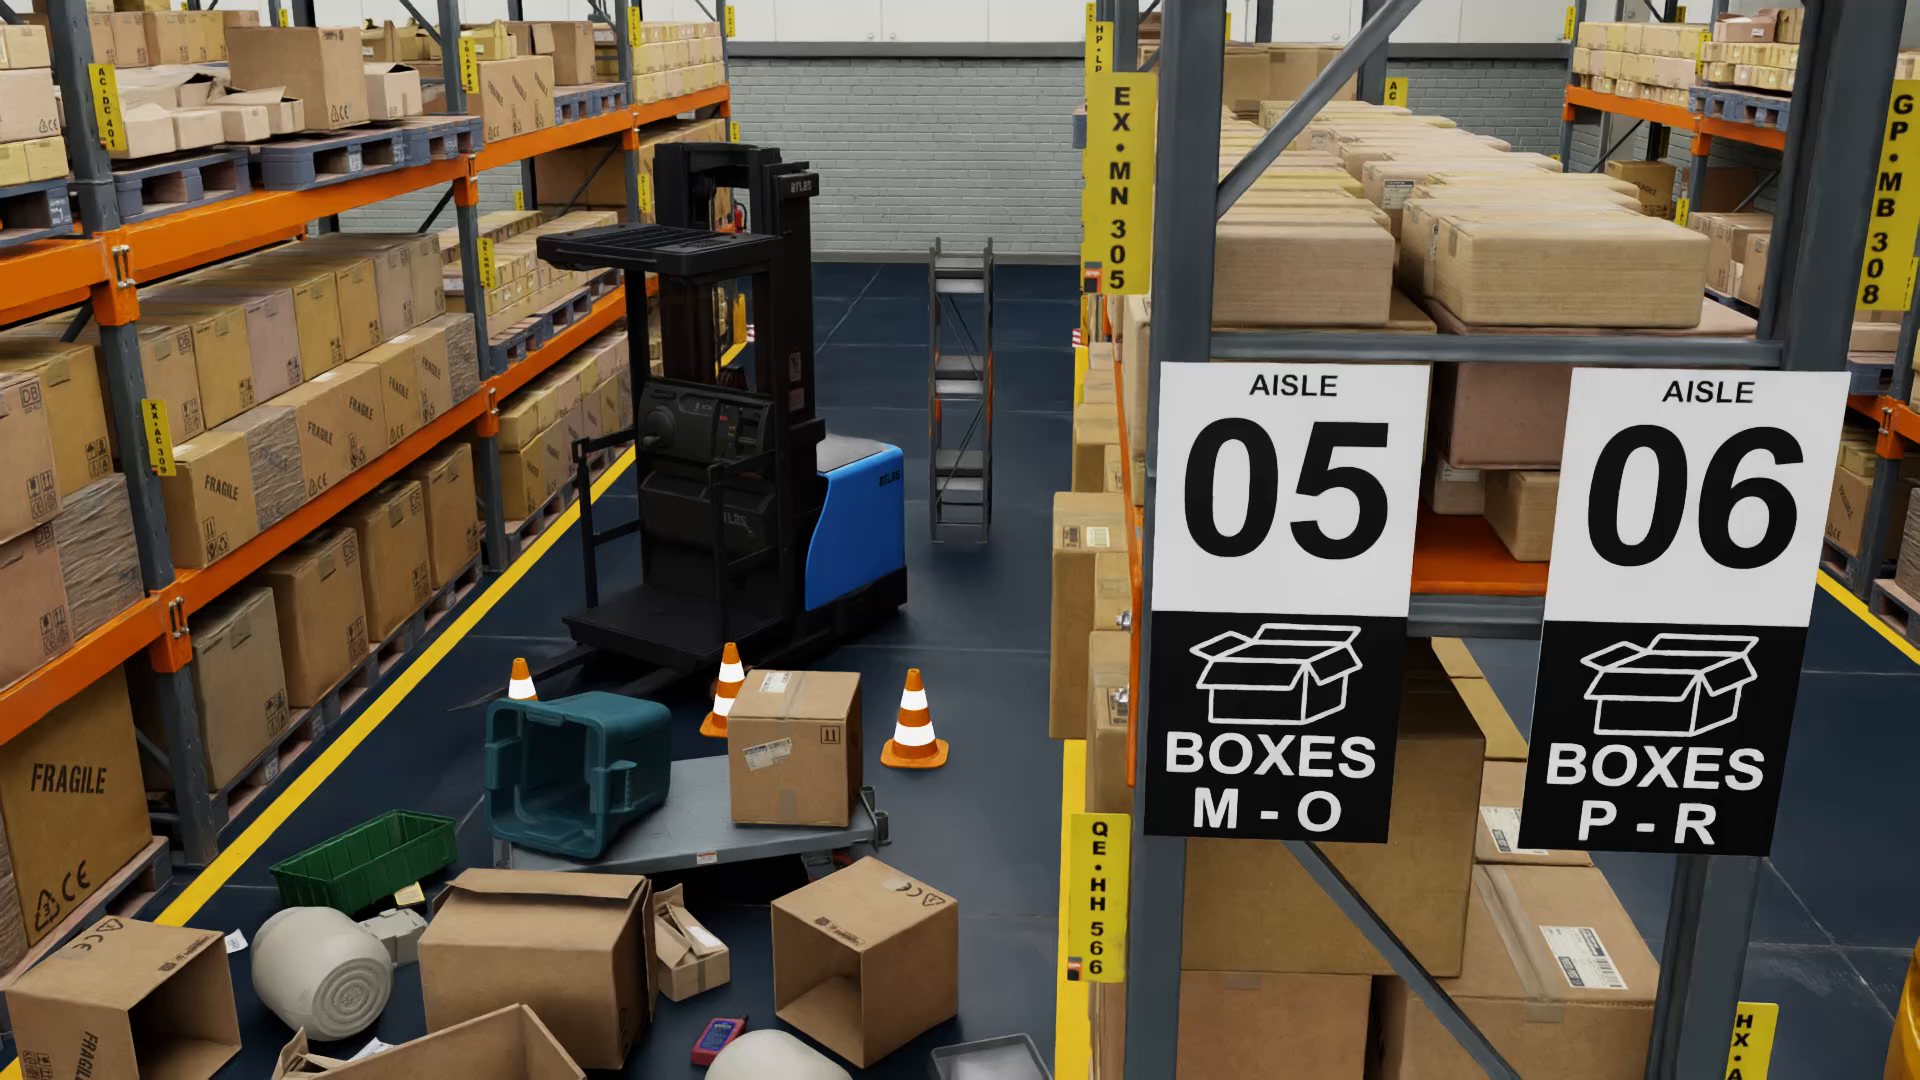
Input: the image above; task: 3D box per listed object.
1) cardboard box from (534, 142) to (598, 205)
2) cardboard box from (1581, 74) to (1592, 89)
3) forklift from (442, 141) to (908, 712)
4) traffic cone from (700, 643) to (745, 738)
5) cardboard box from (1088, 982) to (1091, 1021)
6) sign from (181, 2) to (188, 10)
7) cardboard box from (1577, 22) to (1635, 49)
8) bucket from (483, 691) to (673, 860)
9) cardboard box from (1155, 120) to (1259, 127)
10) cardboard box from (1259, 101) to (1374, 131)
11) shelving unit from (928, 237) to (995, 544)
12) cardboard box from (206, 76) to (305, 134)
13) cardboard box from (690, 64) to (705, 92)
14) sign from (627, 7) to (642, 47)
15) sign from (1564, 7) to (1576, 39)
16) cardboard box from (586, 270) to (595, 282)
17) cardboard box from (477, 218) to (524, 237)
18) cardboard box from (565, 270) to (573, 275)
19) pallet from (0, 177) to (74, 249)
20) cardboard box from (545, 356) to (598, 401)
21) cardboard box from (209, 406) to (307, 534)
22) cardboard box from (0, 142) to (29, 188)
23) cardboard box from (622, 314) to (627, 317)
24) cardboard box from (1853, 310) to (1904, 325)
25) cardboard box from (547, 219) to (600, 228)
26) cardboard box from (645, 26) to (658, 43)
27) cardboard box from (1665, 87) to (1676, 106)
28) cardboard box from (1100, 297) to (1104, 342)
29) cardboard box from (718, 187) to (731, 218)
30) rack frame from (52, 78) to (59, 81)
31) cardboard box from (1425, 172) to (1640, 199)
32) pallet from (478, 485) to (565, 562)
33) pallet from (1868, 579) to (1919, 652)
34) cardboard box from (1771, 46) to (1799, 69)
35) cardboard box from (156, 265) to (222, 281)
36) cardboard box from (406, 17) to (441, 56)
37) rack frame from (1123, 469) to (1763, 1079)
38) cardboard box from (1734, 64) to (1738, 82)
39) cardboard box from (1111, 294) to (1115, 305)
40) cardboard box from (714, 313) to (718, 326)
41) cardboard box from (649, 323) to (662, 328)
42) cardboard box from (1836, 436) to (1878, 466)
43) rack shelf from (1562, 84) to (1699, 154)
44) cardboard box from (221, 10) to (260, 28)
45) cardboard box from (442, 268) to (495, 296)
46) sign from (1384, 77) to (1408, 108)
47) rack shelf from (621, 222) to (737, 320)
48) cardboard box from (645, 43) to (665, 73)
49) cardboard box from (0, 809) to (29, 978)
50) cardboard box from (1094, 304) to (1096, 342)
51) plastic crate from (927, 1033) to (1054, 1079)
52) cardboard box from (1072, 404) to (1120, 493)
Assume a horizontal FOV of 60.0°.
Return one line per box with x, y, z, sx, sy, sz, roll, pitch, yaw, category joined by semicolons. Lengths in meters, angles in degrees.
-3.531;-3.286;14.891;0.500;0.500;0.500;1;18;2;cardboard box
6.633;-4.736;17.146;0.380;0.149;0.250;2;18;5;cardboard box
-1.560;-0.650;9.200;1.130;2.935;3.031;12;21;31;forklift
-1.208;0.770;8.829;0.336;0.463;0.334;1;18;4;traffic cone
0.738;1.544;6.136;0.500;0.250;0.500;2;18;7;cardboard box
-8.501;-5.747;18.298;0.100;0.325;0.005;1;18;4;sign
6.605;-5.125;16.889;0.500;0.250;0.500;1;18;3;cardboard box
-1.578;0.941;7.049;0.726;0.611;0.620;8;10;23;bucket
0.698;-1.179;5.008;0.380;0.149;0.250;1;18;2;cardboard box
1.271;-1.488;5.953;0.380;0.149;0.250;2;18;5;cardboard box
0.012;-1.049;11.753;0.431;2.100;0.503;1;18;4;shelving unit
-3.523;-2.171;8.294;0.396;0.266;0.258;1;18;4;cardboard box
-2.855;-4.607;16.590;0.500;0.250;0.500;2;18;6;cardboard box
-2.741;-4.317;14.001;0.100;0.325;0.005;1;18;4;sign
6.346;-5.377;17.294;0.100;0.325;0.005;1;18;4;sign
-3.182;-2.187;13.509;0.380;0.149;0.250;0;18;1;cardboard box
-3.817;-2.555;13.676;0.380;0.149;0.250;1;18;4;cardboard box
-3.217;-2.154;12.932;0.380;0.149;0.250;1;18;4;cardboard box
-3.937;-1.115;5.834;1.003;0.211;1.213;1;18;4;pallet
-3.170;-1.278;13.140;0.500;0.250;0.500;0;18;1;cardboard box
-3.527;-0.347;8.005;0.500;0.500;0.500;1;18;4;cardboard box
-3.593;-1.340;5.947;0.380;0.149;0.250;2;18;5;cardboard box
-3.382;-2.196;16.755;0.380;0.149;0.250;1;18;4;cardboard box
6.067;-1.502;11.257;0.500;0.250;0.500;0;18;1;cardboard box
-3.168;-2.540;13.632;0.380;0.149;0.250;1;18;2;cardboard box
-2.954;-4.579;15.061;0.380;0.149;0.250;1;18;2;cardboard box
6.381;-3.865;14.487;0.380;0.149;0.250;2;18;6;cardboard box
1.070;-1.241;9.579;0.500;0.500;0.500;2;18;7;cardboard box
-2.784;-3.756;17.931;0.500;0.500;0.500;2;18;5;cardboard box
-8.235;-5.463;14.144;1.000;3.000;0.127;1;18;4;rack frame
1.192;-0.686;3.506;0.380;0.149;0.250;1;18;4;cardboard box
-3.524;-0.146;12.028;1.003;0.211;1.213;1;18;4;pallet
6.216;0.541;9.934;1.003;0.211;1.213;1;18;4;pallet
6.118;-3.491;12.034;0.380;0.149;0.250;1;18;4;cardboard box
-8.043;-2.285;16.817;0.875;0.875;0.875;1;18;4;cardboard box
-3.740;-3.596;11.873;0.396;0.266;0.258;1;18;4;cardboard box
0.790;1.336;3.029;1.000;3.000;0.127;1;18;4;rack frame
6.209;-3.590;12.814;0.380;0.149;0.250;1;18;4;cardboard box
0.661;-0.799;4.490;0.500;0.250;0.500;1;18;4;cardboard box
-2.797;-2.367;17.756;0.380;0.149;0.250;1;18;2;cardboard box
-2.920;-2.023;16.227;0.380;0.149;0.250;2;18;5;cardboard box
6.086;-0.604;11.246;0.380;0.149;0.250;0;18;1;cardboard box
6.744;-3.986;15.609;1.077;0.370;4.000;1;18;4;rack shelf
-7.932;-5.412;17.810;0.700;0.500;0.500;0;18;1;cardboard box
-3.355;-1.731;11.163;0.380;0.149;0.250;1;18;4;cardboard box
1.618;-1.568;6.243;0.100;0.325;0.005;1;18;4;sign
-3.151;-2.750;16.652;1.077;0.370;4.000;1;18;4;rack shelf
-2.980;-4.361;15.035;0.500;0.250;0.500;1;18;4;cardboard box
-4.044;1.298;5.881;0.875;0.875;0.875;1;18;4;cardboard box
1.144;-1.471;11.034;0.500;0.250;0.500;1;18;4;cardboard box
0.146;1.950;5.843;0.402;0.080;0.583;-5;19;-15;plastic crate
0.707;-0.125;5.244;0.700;0.500;0.500;1;18;3;cardboard box
